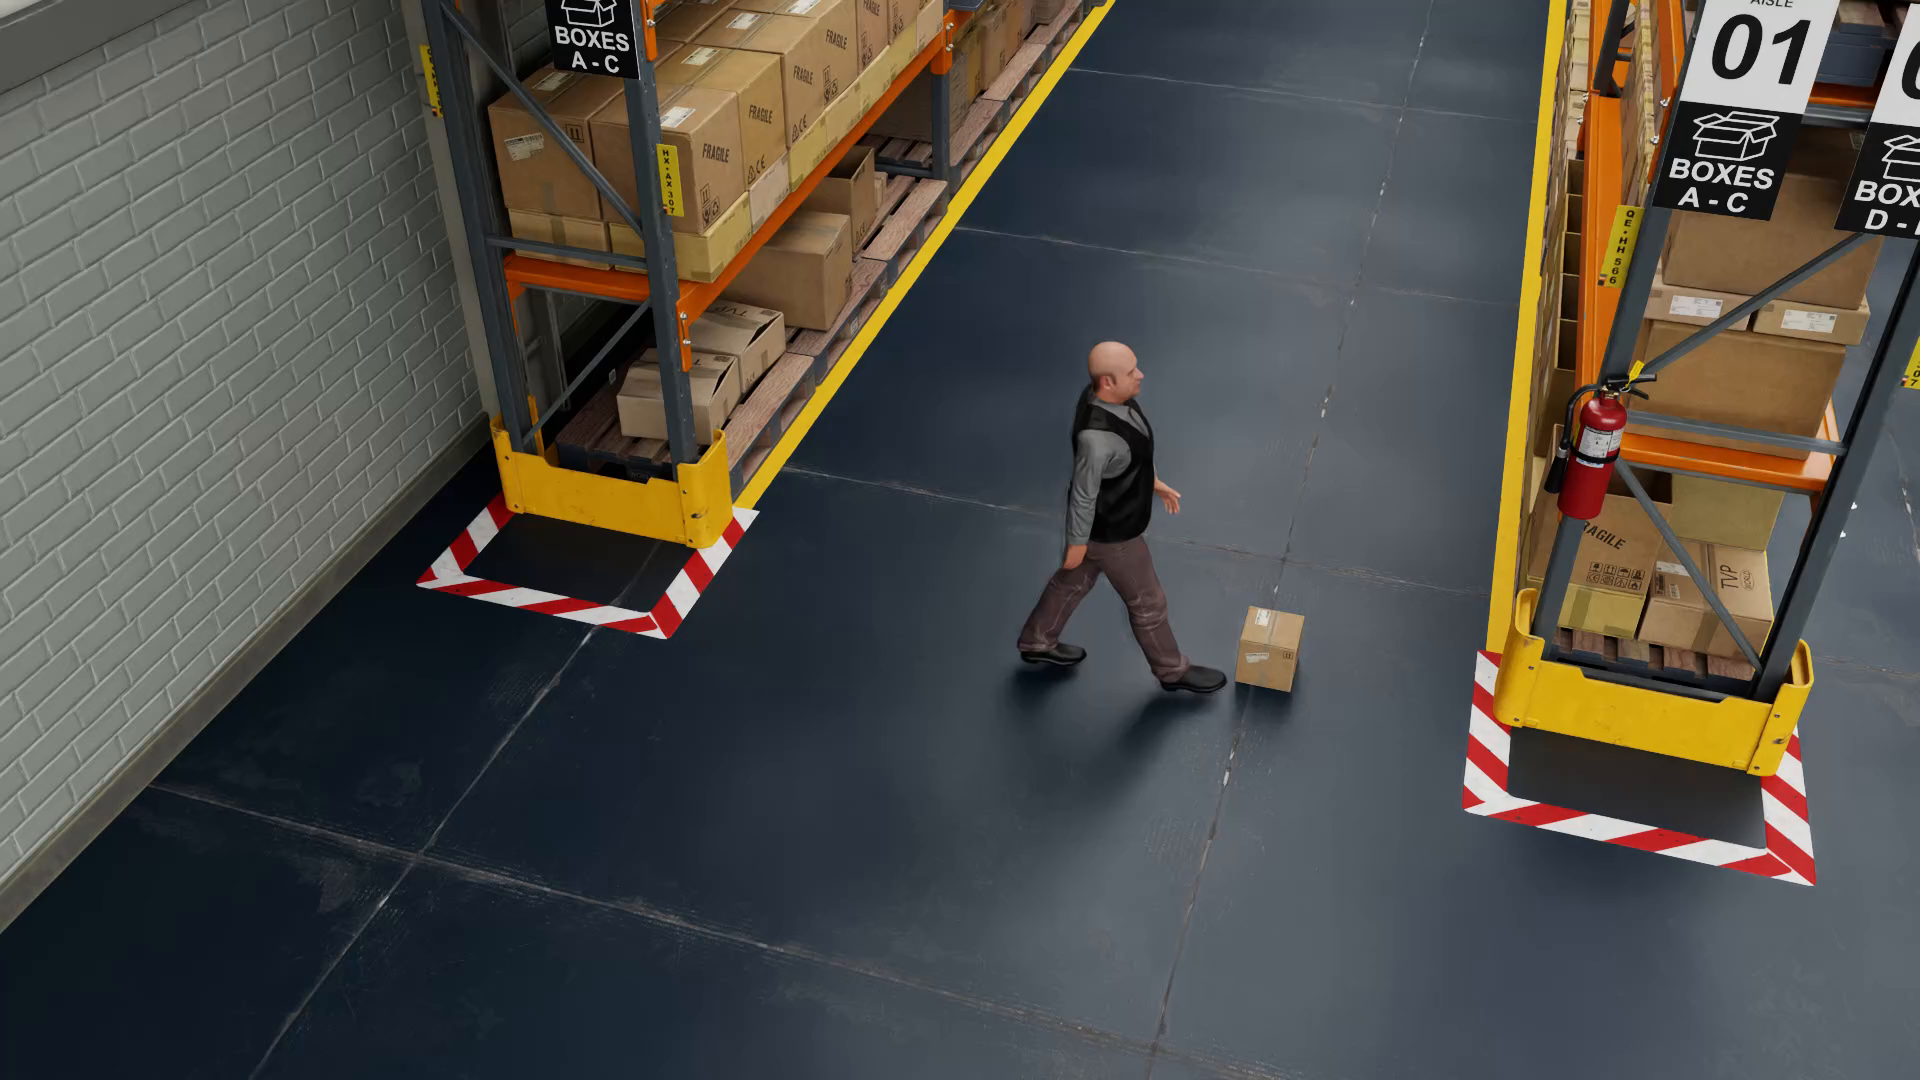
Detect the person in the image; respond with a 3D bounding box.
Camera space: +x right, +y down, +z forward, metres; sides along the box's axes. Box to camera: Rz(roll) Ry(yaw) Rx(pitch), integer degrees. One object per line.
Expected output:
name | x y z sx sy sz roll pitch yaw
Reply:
person | 0.718 -0.104 7.033 0.927 1.679 0.533 0 37 0
